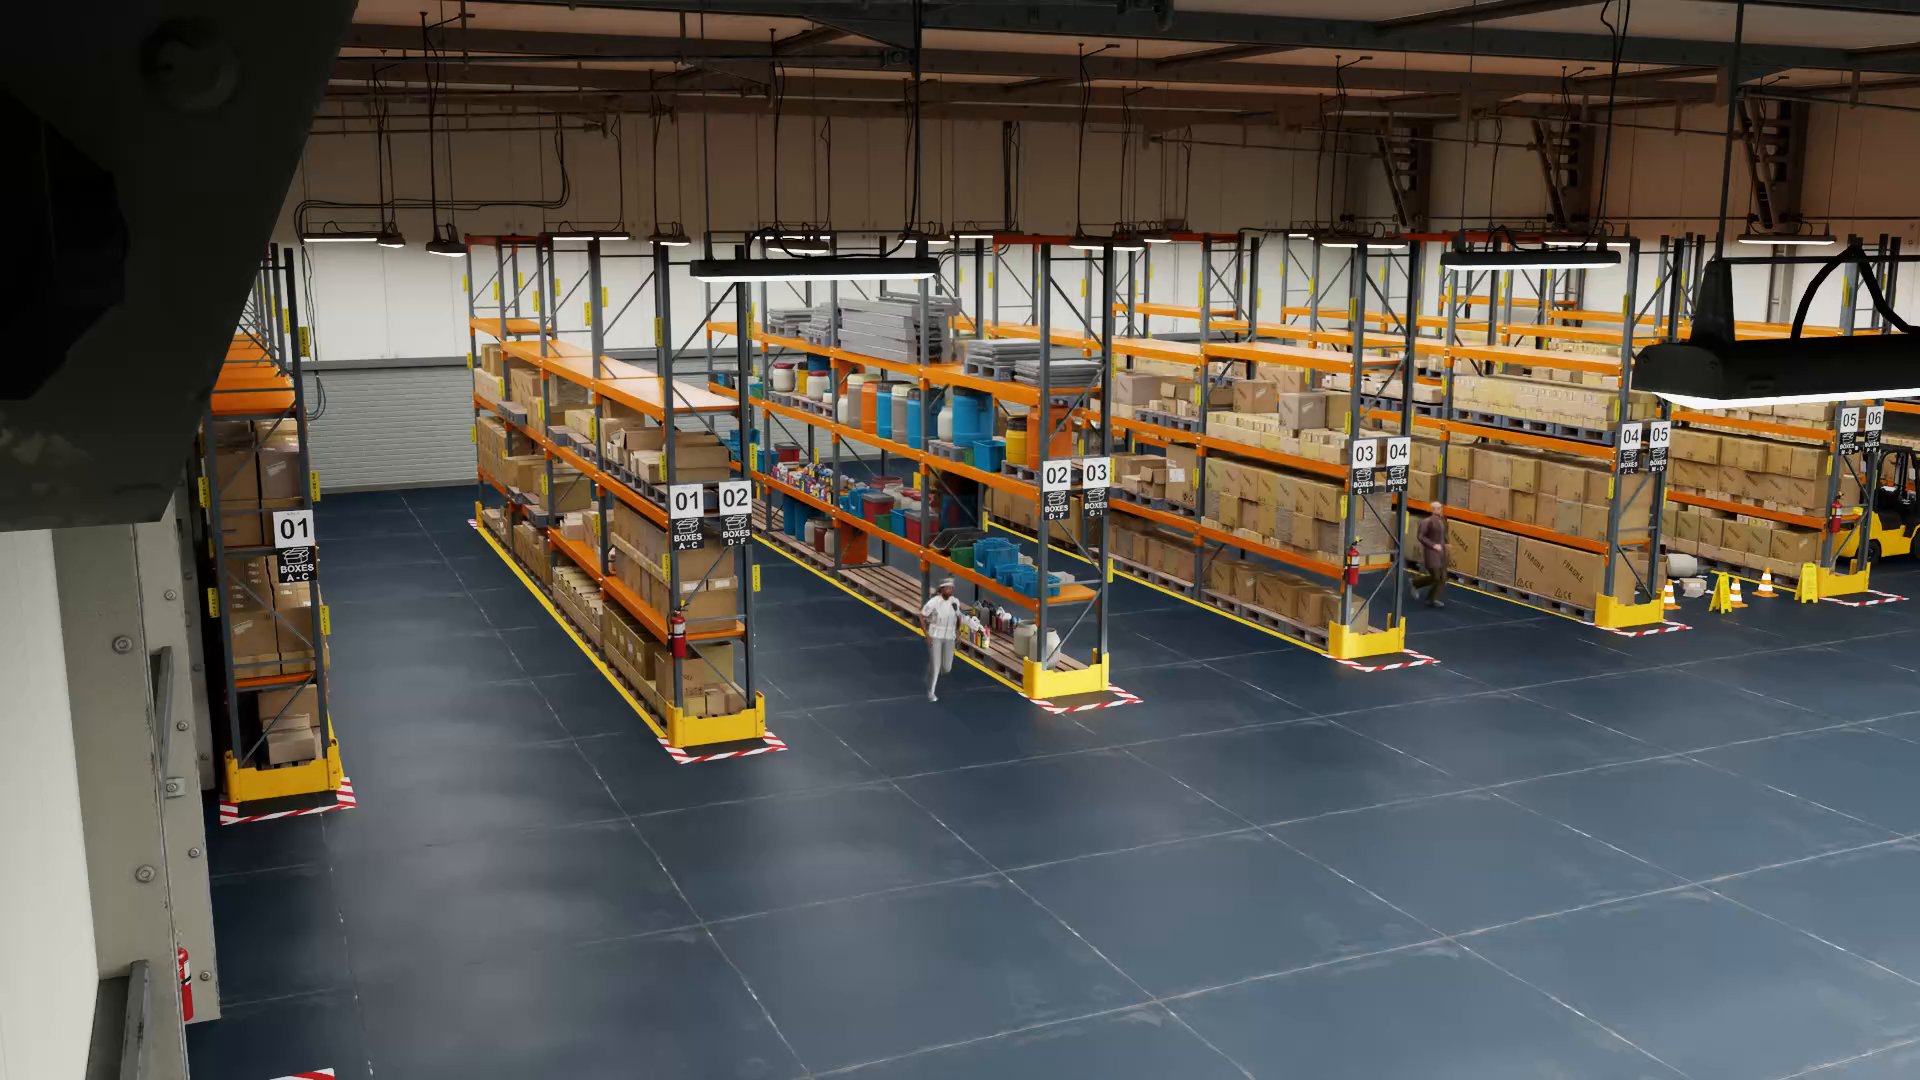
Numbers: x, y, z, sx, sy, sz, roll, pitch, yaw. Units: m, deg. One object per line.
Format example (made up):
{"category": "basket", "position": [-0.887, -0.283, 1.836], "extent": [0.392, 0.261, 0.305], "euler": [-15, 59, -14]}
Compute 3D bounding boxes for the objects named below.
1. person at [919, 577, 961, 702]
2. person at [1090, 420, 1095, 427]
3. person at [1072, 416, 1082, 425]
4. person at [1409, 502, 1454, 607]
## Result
{"category": "person", "position": [-0.252, 1.293, 22.218], "extent": [0.619, 1.643, 0.534], "euler": [-5, 12, -23]}
{"category": "person", "position": [3.143, -2.466, 41.475], "extent": [0.866, 1.643, 0.646], "euler": [-3, 11, -13]}
{"category": "person", "position": [2.661, -2.211, 40.017], "extent": [0.773, 1.789, 0.726], "euler": [-1, 11, -3]}
{"category": "person", "position": [7.786, 0.259, 27.442], "extent": [0.702, 1.649, 0.673], "euler": [-9, 14, -39]}
